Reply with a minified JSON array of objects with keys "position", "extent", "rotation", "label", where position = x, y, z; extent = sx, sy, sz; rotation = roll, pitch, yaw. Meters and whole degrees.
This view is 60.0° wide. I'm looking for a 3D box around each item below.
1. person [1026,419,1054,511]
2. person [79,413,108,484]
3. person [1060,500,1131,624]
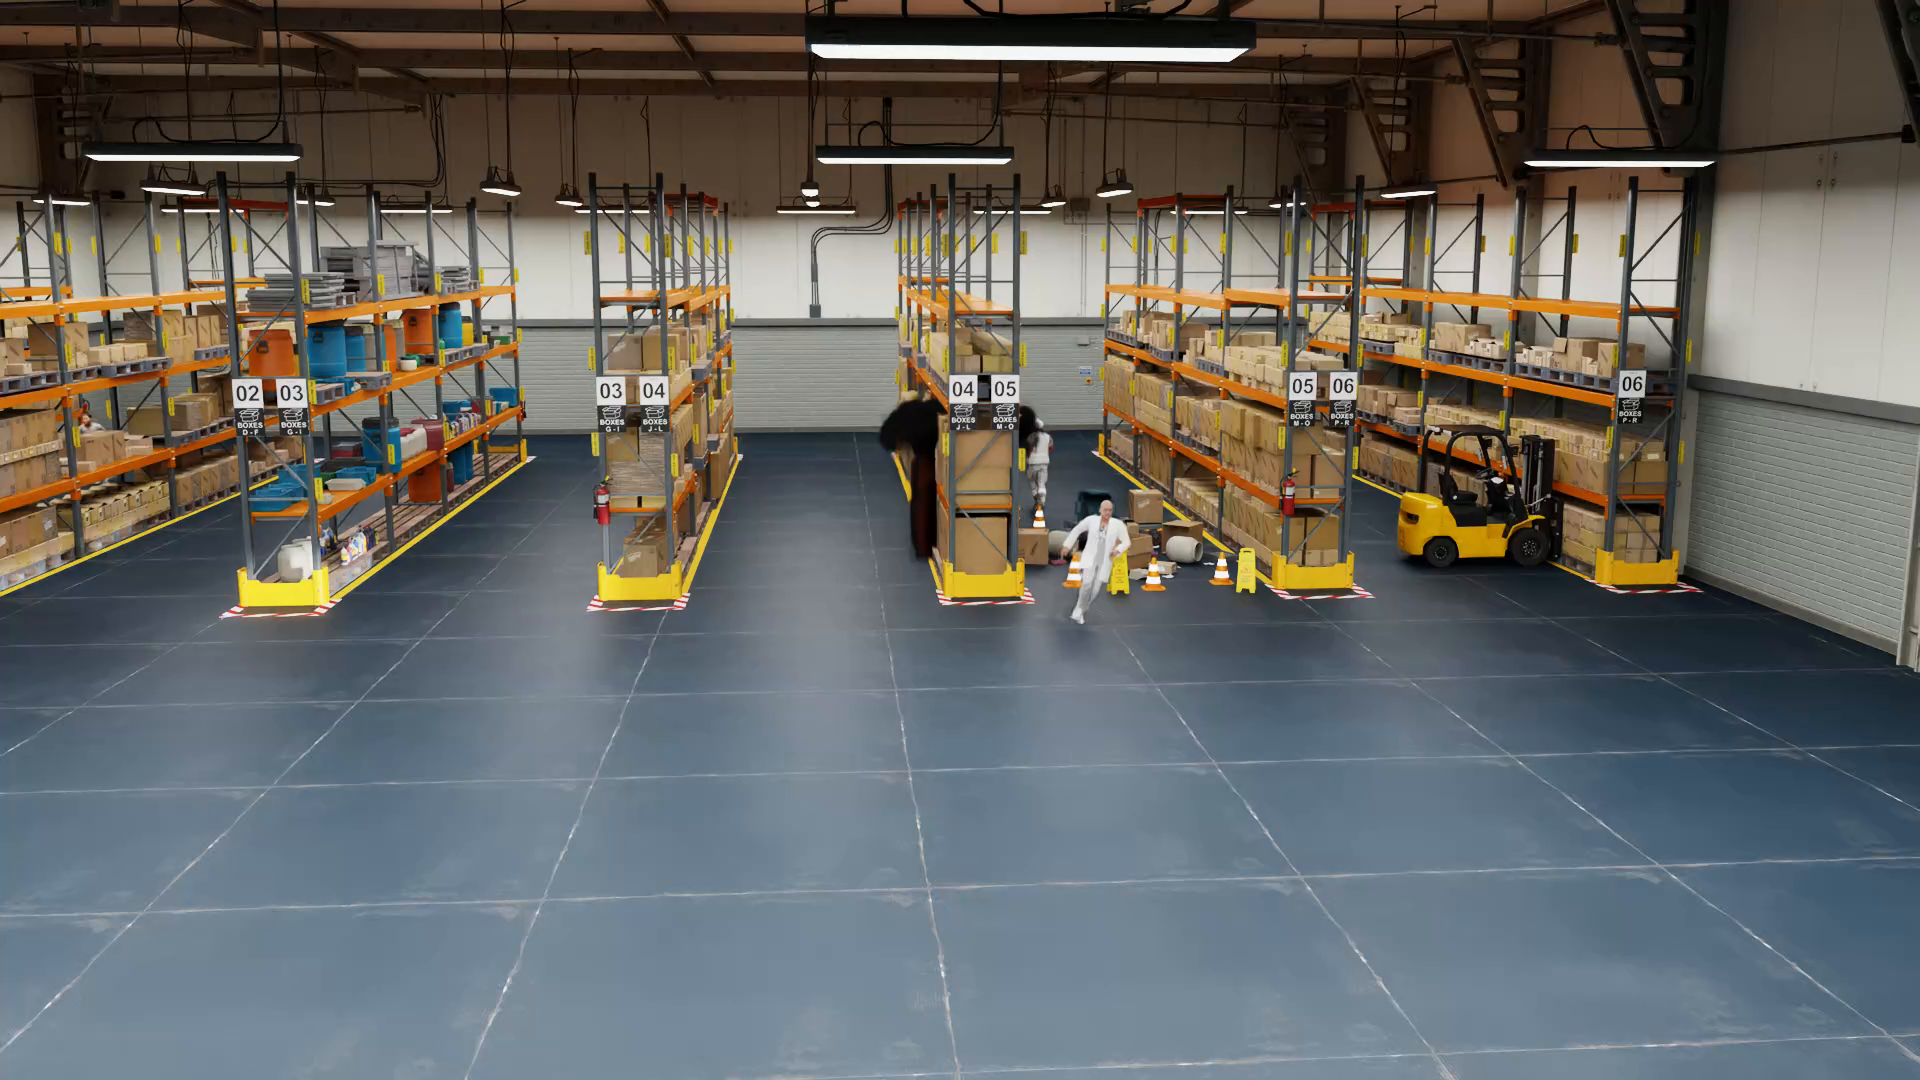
[{"position":[1.547,-1.406,31.560],"extent":[0.620,1.763,0.855],"rotation":[-3,10,-15],"label":"person"},{"position":[-18.297,-1.920,35.096],"extent":[0.570,1.561,0.800],"rotation":[-3,11,-19],"label":"person"},{"position":[1.840,0.303,22.256],"extent":[0.861,1.696,0.764],"rotation":[-2,10,-9],"label":"person"}]
